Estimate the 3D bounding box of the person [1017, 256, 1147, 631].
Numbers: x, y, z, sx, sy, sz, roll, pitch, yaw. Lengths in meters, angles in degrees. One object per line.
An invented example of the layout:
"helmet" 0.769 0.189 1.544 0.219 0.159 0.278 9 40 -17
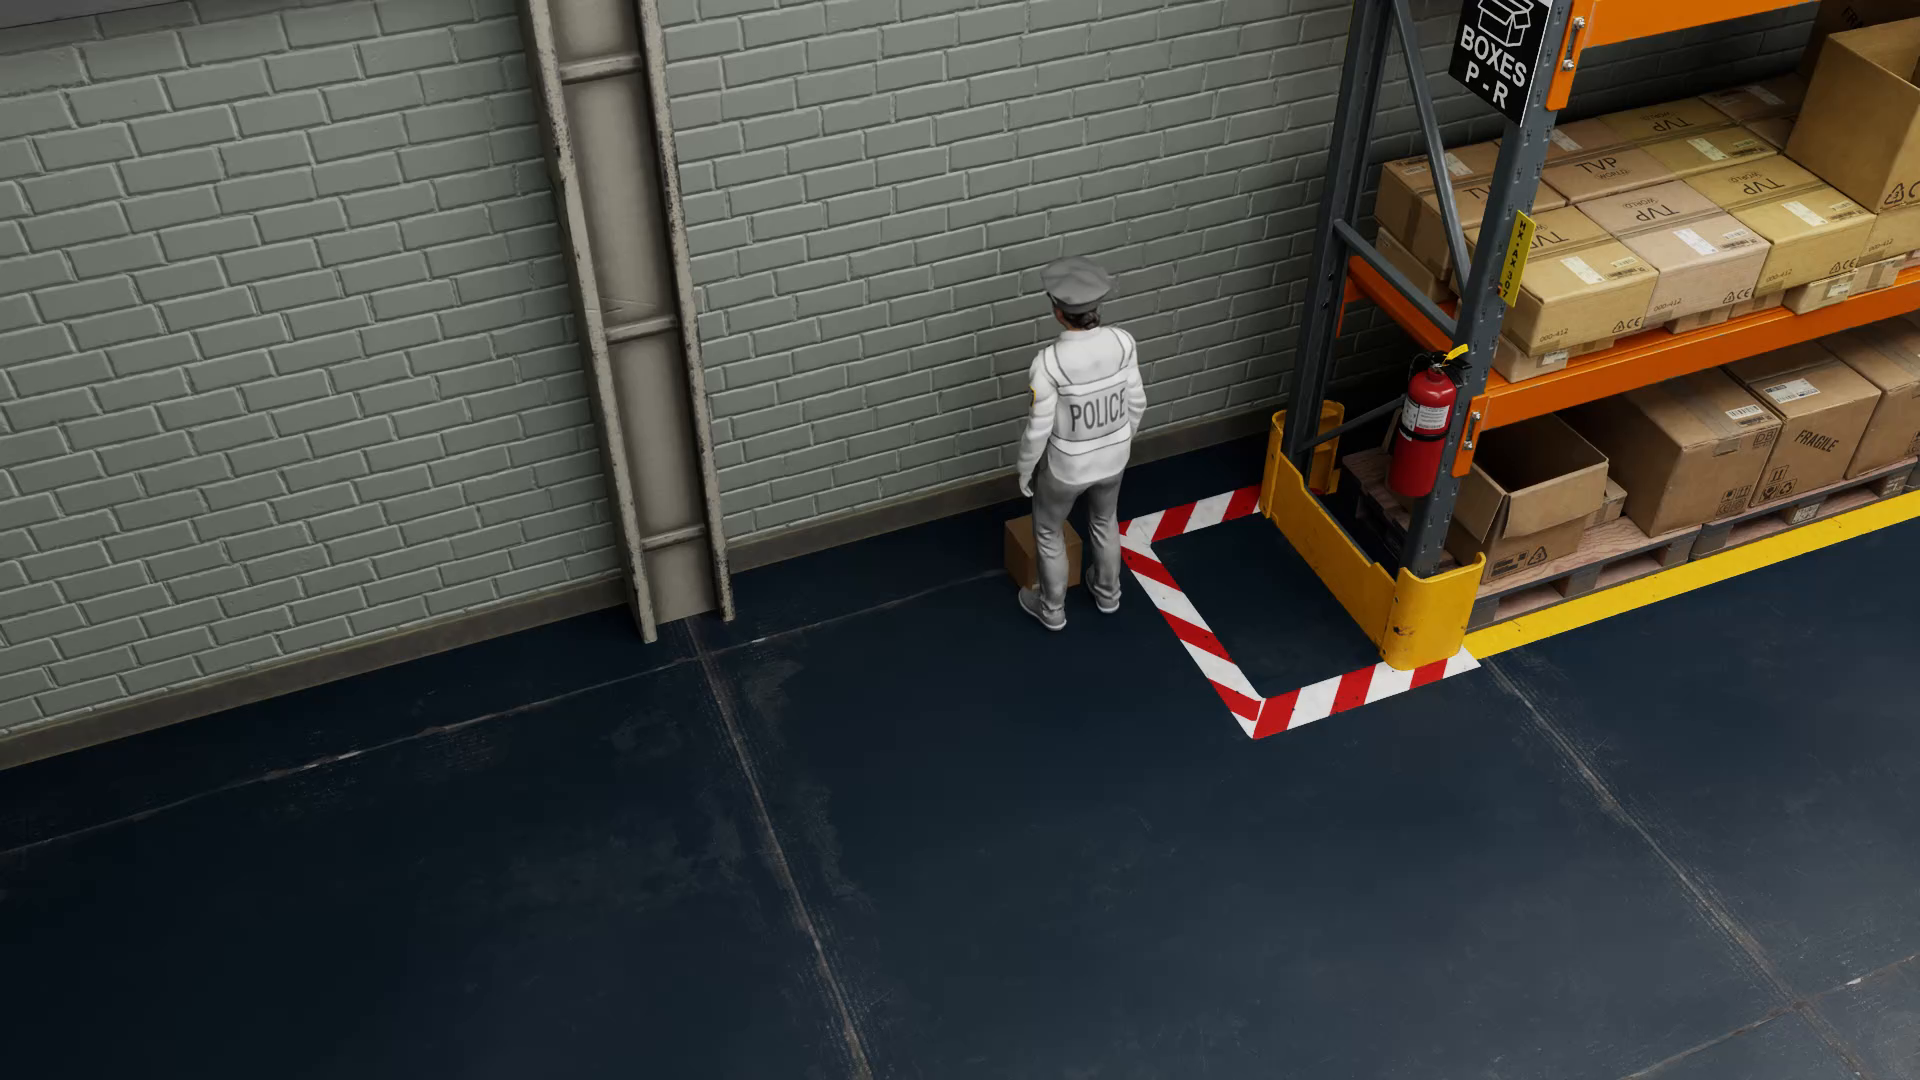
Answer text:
"person" 0.459 -0.322 6.515 0.523 1.662 0.372 -17 45 -18
